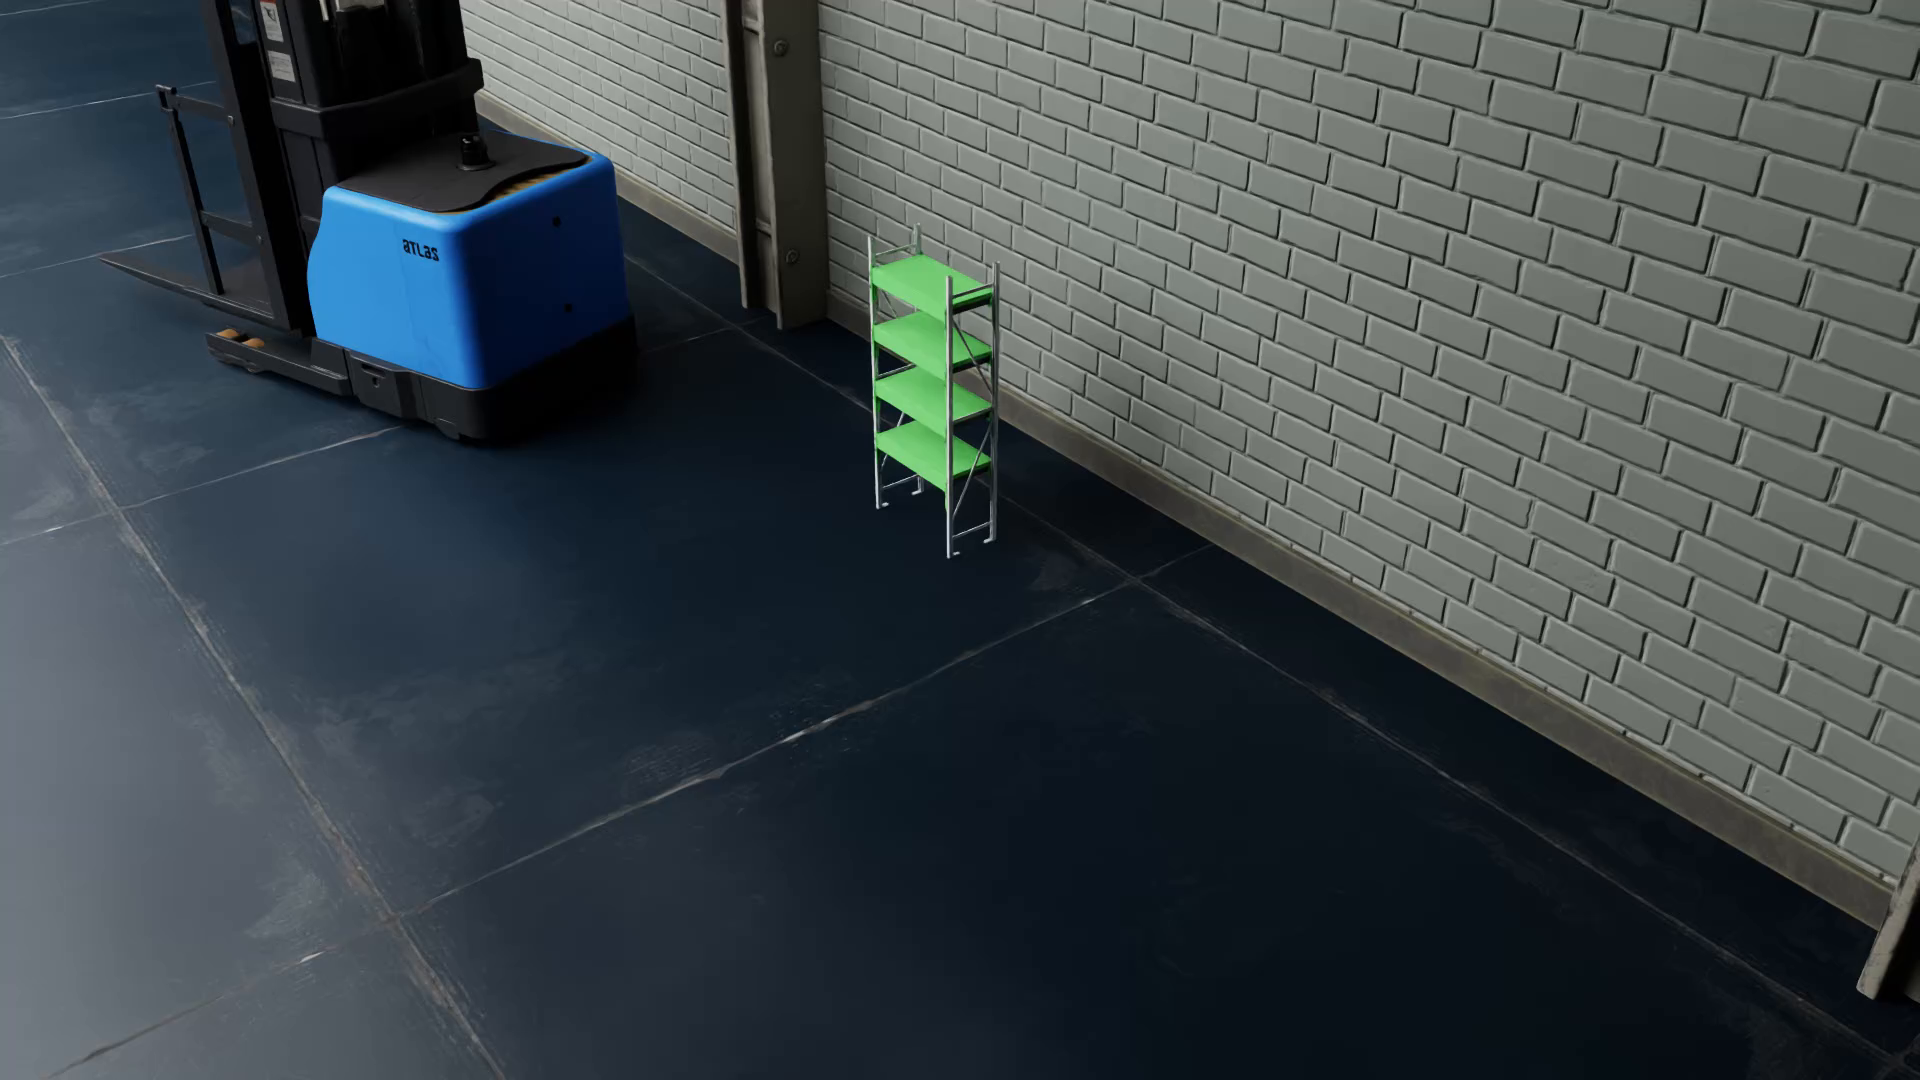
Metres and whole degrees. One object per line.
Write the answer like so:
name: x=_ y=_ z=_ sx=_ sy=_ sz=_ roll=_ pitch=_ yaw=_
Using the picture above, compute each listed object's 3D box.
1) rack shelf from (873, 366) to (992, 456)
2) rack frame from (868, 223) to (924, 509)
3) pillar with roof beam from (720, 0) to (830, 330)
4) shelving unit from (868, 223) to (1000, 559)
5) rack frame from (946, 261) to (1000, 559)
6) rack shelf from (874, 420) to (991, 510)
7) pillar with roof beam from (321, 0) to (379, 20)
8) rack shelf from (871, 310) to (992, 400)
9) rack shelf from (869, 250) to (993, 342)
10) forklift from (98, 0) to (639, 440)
rack shelf: x=-0.102 y=-0.524 z=6.578 sx=0.258 sy=0.148 sz=0.480 roll=-22 pitch=38 yaw=-31
rack frame: x=-0.251 y=-0.680 z=6.708 sx=0.240 sy=1.200 sz=0.015 roll=-22 pitch=38 yaw=-31
pillar with roof beam: x=-4.304 y=-3.628 z=4.062 sx=9.100 sy=9.000 sz=0.400 roll=-22 pitch=38 yaw=-31
shelving unit: x=-0.102 y=-0.579 z=6.544 sx=0.258 sy=1.200 sz=0.503 roll=-22 pitch=38 yaw=-31
rack frame: x=0.048 y=-0.477 z=6.381 sx=0.240 sy=1.200 sz=0.015 roll=-22 pitch=38 yaw=-31
rack shelf: x=-0.102 y=-0.321 z=6.705 sx=0.258 sy=0.148 sz=0.480 roll=-22 pitch=38 yaw=-31
pillar with roof beam: x=-7.983 y=-6.129 z=8.088 sx=9.100 sy=9.000 sz=0.400 roll=-22 pitch=38 yaw=-31
rack shelf: x=-0.102 y=-0.728 z=6.452 sx=0.258 sy=0.148 sz=0.480 roll=-22 pitch=38 yaw=-31
rack shelf: x=-0.102 y=-0.932 z=6.325 sx=0.258 sy=0.148 sz=0.480 roll=-22 pitch=38 yaw=-31
forklift: x=-3.070 y=-2.268 z=7.623 sx=3.031 sy=2.935 sz=1.130 roll=18 pitch=36 yaw=27
